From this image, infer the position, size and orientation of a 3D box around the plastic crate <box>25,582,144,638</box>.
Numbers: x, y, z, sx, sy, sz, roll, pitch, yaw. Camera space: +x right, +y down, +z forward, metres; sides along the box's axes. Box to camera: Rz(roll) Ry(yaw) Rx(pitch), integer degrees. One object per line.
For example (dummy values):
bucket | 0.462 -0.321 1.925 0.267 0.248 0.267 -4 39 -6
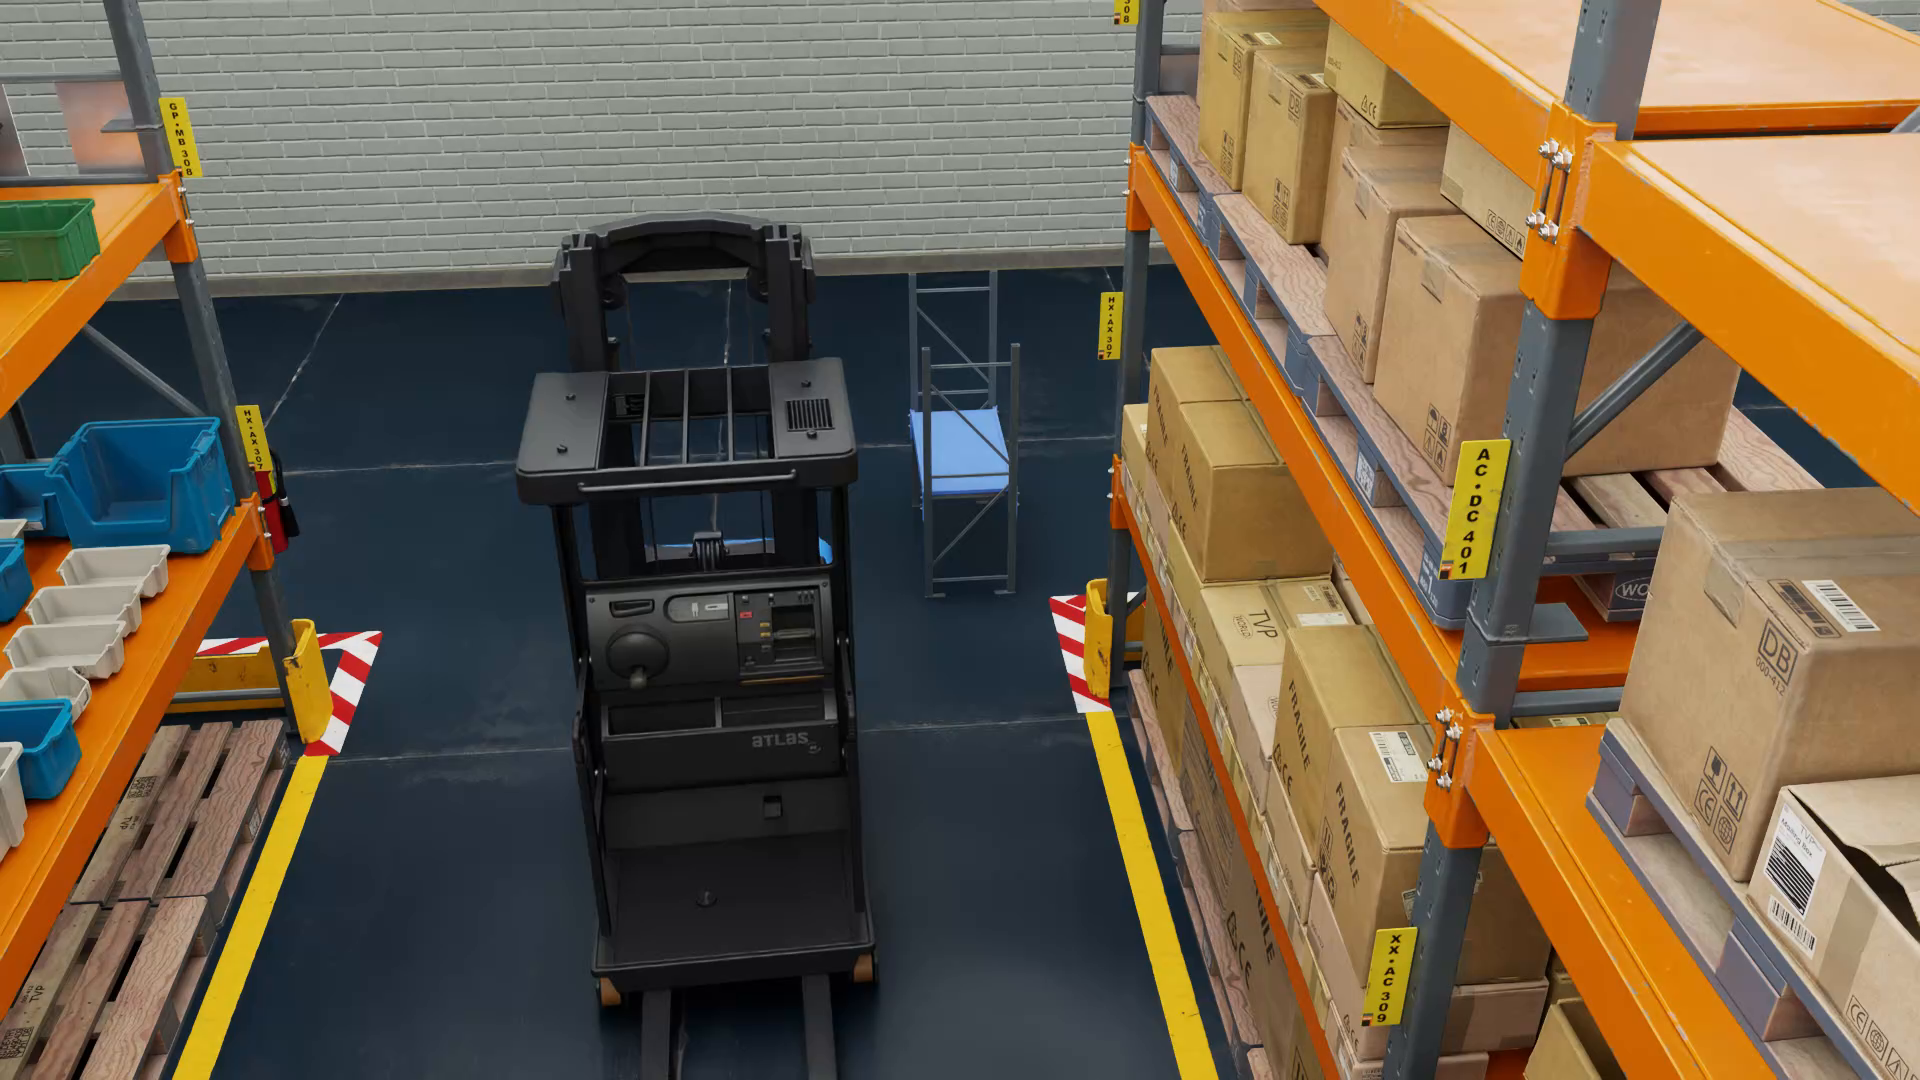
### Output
plastic crate | -3.427 0.296 6.528 0.396 0.136 0.243 -3 31 -5

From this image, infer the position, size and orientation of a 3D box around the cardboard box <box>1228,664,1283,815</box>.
cardboard box | 1.207 0.656 5.583 0.500 0.250 0.500 -2 31 -4

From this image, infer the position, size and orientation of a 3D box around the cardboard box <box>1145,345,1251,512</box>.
cardboard box | 1.057 -0.457 6.715 0.500 0.500 0.500 -3 31 -6

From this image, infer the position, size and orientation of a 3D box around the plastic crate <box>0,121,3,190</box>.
plastic crate | -3.938 -1.369 6.320 0.497 0.269 0.590 -3 31 -5

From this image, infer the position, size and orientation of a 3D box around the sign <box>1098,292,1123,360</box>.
sign | 0.682 -0.967 7.523 0.100 0.325 0.005 -3 31 -5

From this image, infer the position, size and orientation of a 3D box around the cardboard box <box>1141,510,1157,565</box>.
cardboard box | 0.989 -0.018 7.101 0.380 0.149 0.250 -3 31 -6

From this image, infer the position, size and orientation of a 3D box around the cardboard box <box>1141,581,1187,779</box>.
cardboard box | 1.374 0.470 7.701 0.875 0.875 0.875 -3 31 -5

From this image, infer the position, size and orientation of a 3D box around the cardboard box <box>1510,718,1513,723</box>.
cardboard box | 1.780 0.563 5.007 0.500 0.500 0.500 -3 31 -5

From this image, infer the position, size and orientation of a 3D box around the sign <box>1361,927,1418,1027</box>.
sign | 1.056 1.079 4.098 0.100 0.325 0.005 -3 31 -5

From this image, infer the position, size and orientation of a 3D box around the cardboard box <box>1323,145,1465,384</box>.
cardboard box | 1.430 -0.768 4.582 0.700 0.500 0.500 -1 31 -2

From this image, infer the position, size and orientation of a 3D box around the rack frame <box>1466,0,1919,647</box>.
rack frame | 1.608 -1.118 2.847 1.000 3.000 0.127 -3 31 -5

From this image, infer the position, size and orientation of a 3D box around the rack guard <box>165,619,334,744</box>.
rack guard | -3.712 0.714 8.068 1.175 0.500 0.348 -3 31 -5

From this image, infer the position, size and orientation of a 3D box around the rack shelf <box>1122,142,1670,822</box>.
rack shelf | 1.422 -0.543 5.511 1.077 0.370 4.000 -3 31 -5

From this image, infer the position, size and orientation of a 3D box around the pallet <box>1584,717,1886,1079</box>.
pallet | 1.743 0.717 2.886 0.805 0.209 1.217 -4 31 -7

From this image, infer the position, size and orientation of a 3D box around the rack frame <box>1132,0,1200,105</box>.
rack frame | 1.235 -3.161 6.266 1.000 3.000 0.127 -3 31 -5

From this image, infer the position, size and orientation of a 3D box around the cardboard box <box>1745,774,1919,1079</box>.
cardboard box | 1.621 0.592 2.587 0.500 0.311 0.500 -4 31 -6

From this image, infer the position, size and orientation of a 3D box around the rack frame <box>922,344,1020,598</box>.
rack frame | 0.055 -0.341 8.858 0.500 1.500 0.032 -3 31 -5

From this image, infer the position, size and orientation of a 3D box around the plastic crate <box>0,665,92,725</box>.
plastic crate | -3.331 0.587 6.041 0.298 0.136 0.250 -3 31 -5

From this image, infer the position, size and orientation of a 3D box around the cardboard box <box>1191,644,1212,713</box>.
cardboard box | 1.084 0.505 6.225 0.380 0.149 0.250 -4 31 -6

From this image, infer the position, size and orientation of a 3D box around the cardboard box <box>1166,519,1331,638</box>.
cardboard box | 1.109 0.131 6.461 0.500 0.250 0.500 -4 31 -6

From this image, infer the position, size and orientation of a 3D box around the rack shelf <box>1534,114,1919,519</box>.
rack shelf | 1.795 0.383 1.425 1.077 0.370 4.000 -3 31 -5

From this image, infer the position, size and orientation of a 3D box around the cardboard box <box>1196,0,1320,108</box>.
cardboard box | 1.337 -1.876 6.436 0.700 0.500 0.500 -5 31 -8

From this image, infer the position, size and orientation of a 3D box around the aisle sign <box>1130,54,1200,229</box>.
aisle sign | 0.929 -1.723 7.176 0.394 0.787 0.004 -3 31 -5

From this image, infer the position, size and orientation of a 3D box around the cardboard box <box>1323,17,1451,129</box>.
cardboard box | 1.413 -1.429 4.957 0.500 0.250 0.500 -4 31 -6

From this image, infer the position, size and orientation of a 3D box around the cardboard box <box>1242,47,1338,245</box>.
cardboard box | 1.366 -1.321 5.508 0.700 0.500 0.500 -5 31 -8

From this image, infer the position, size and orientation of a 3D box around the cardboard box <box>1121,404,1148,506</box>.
cardboard box | 1.011 -0.390 7.335 0.500 0.250 0.500 -4 31 -6

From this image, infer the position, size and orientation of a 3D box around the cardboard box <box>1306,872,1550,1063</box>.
cardboard box | 1.306 1.181 4.704 0.500 0.250 0.500 -3 31 -6

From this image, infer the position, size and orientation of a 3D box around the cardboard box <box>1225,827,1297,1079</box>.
cardboard box | 1.542 1.389 6.163 0.875 0.875 0.875 -3 31 -5

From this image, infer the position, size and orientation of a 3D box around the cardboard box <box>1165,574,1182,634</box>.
cardboard box | 1.037 0.244 6.661 0.380 0.149 0.250 -3 31 -6

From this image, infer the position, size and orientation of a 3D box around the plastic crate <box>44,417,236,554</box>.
plastic crate | -3.479 -0.227 7.112 0.616 0.435 0.499 -3 31 -5

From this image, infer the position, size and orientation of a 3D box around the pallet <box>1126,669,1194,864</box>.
pallet | 1.387 1.017 7.843 1.003 0.211 1.213 -3 31 -5

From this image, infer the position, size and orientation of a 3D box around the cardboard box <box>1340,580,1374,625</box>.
cardboard box | 1.692 0.371 6.060 0.500 0.250 0.500 -3 31 -4

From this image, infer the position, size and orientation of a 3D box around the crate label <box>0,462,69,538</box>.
crate label | -4.001 -0.160 7.198 0.416 0.233 0.303 -3 31 -5

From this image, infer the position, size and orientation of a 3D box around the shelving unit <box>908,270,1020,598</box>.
shelving unit | 0.008 -0.600 9.293 0.538 1.500 1.048 -3 31 -5

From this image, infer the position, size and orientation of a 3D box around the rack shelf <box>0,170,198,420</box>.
rack shelf | -3.510 -0.306 5.113 1.077 0.370 4.000 -3 31 -5

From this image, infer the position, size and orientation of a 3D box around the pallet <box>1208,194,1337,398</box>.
pallet | 1.432 -0.832 5.380 1.003 0.211 1.213 -3 31 -5

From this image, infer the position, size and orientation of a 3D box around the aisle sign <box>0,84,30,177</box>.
aisle sign | -3.999 -1.486 6.779 0.394 0.787 0.004 -3 31 -5

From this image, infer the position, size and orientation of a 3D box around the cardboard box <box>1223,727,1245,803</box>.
cardboard box | 1.133 0.769 5.783 0.380 0.149 0.250 -3 31 -5

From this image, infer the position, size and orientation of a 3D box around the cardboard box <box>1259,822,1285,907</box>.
cardboard box | 1.182 1.031 5.344 0.380 0.149 0.250 -2 31 -4

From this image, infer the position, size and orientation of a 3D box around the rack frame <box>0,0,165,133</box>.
rack frame | -3.697 -2.923 5.869 1.000 3.000 0.127 -3 31 -5

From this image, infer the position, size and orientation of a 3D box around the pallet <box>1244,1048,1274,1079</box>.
pallet | 1.615 2.262 5.757 1.003 0.211 1.213 -3 31 -5

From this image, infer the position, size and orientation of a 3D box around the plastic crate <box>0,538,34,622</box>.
plastic crate | -3.940 0.176 6.635 0.416 0.233 0.300 -3 31 -5

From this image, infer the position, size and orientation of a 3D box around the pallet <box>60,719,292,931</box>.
pallet | -3.658 1.272 7.414 1.003 0.211 1.213 -3 31 -5

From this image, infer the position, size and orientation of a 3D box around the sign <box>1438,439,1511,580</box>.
sign | 1.056 -0.059 3.418 0.100 0.325 0.005 -3 31 -5

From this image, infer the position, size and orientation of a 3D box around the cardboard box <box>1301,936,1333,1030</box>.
cardboard box | 1.229 1.293 4.905 0.380 0.149 0.250 -2 31 -4

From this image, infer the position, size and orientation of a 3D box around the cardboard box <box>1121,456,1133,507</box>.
cardboard box | 0.939 -0.280 7.539 0.380 0.149 0.250 -2 31 -4

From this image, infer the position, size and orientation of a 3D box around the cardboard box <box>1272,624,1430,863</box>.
cardboard box | 1.257 0.594 4.956 0.500 0.500 0.500 -2 31 -4

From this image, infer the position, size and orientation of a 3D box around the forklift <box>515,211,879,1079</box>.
forklift | -0.926 0.410 6.206 1.130 2.935 3.031 -4 31 -6

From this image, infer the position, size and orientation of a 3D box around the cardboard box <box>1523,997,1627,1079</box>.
cardboard box | 1.676 1.309 3.558 0.797 0.503 0.637 -4 31 -6
